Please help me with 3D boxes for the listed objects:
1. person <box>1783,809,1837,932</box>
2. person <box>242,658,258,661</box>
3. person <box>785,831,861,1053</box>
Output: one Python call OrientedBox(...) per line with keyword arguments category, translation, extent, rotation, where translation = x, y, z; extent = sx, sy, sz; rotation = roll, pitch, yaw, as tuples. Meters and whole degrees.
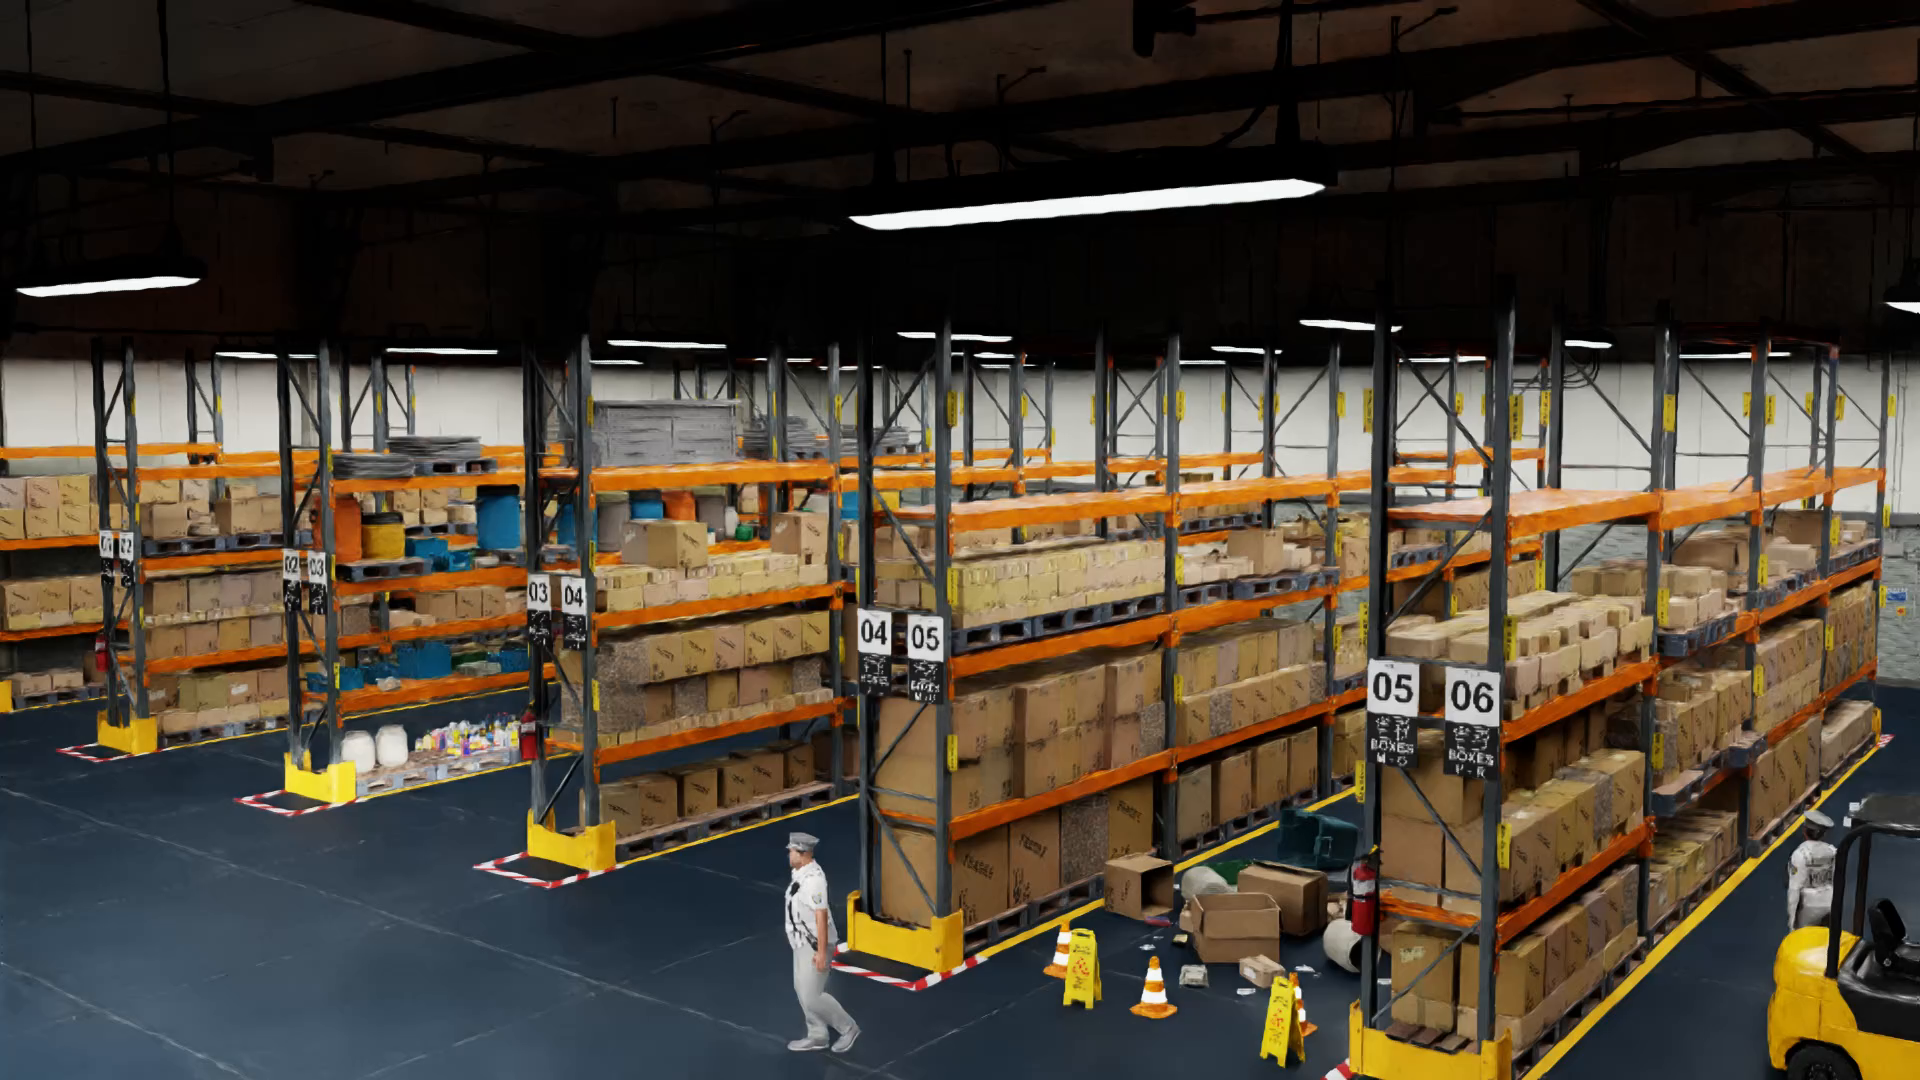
OrientedBox(category="person", translation=(7.107, 3.104, 13.972), extent=(0.524, 1.677, 0.463), rotation=(-2, 5, -22))
OrientedBox(category="person", translation=(-12.633, 1.800, 29.513), extent=(0.404, 1.727, 0.559), rotation=(1, 5, 10))
OrientedBox(category="person", translation=(-1.086, 3.162, 13.071), extent=(0.574, 1.747, 0.602), rotation=(-1, 5, -15))
